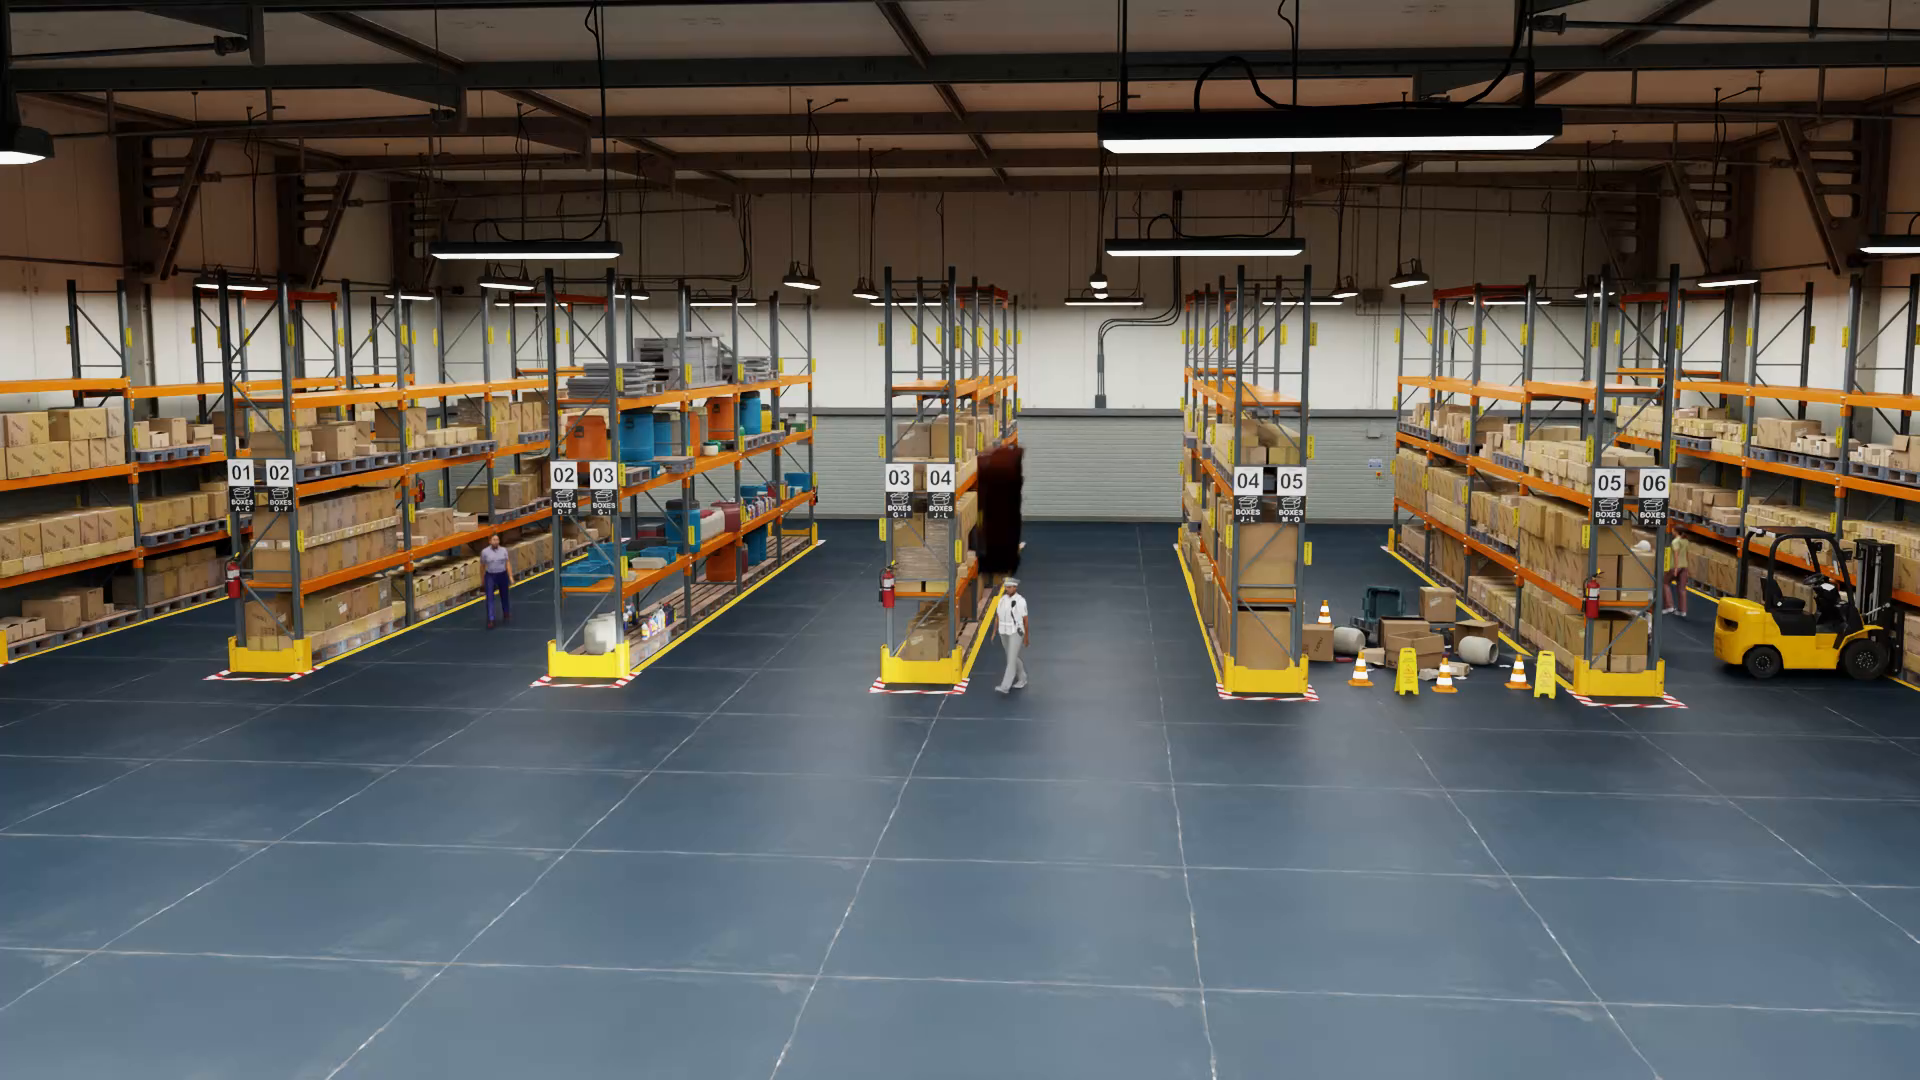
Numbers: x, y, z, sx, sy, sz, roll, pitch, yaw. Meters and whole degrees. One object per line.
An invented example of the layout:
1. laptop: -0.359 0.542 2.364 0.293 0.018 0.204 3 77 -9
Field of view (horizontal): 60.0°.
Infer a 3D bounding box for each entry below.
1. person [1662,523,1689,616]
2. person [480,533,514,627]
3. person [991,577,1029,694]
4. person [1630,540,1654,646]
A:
1. person: 12.961 0.541 29.956 0.445 1.672 0.534 -2 7 -17
2. person: -8.081 0.675 29.025 0.574 1.583 0.993 -1 7 -10
3. person: 0.689 1.333 23.452 0.508 1.633 0.982 6 9 43
4. person: 11.250 0.872 27.198 0.611 1.686 0.784 0 7 -4
